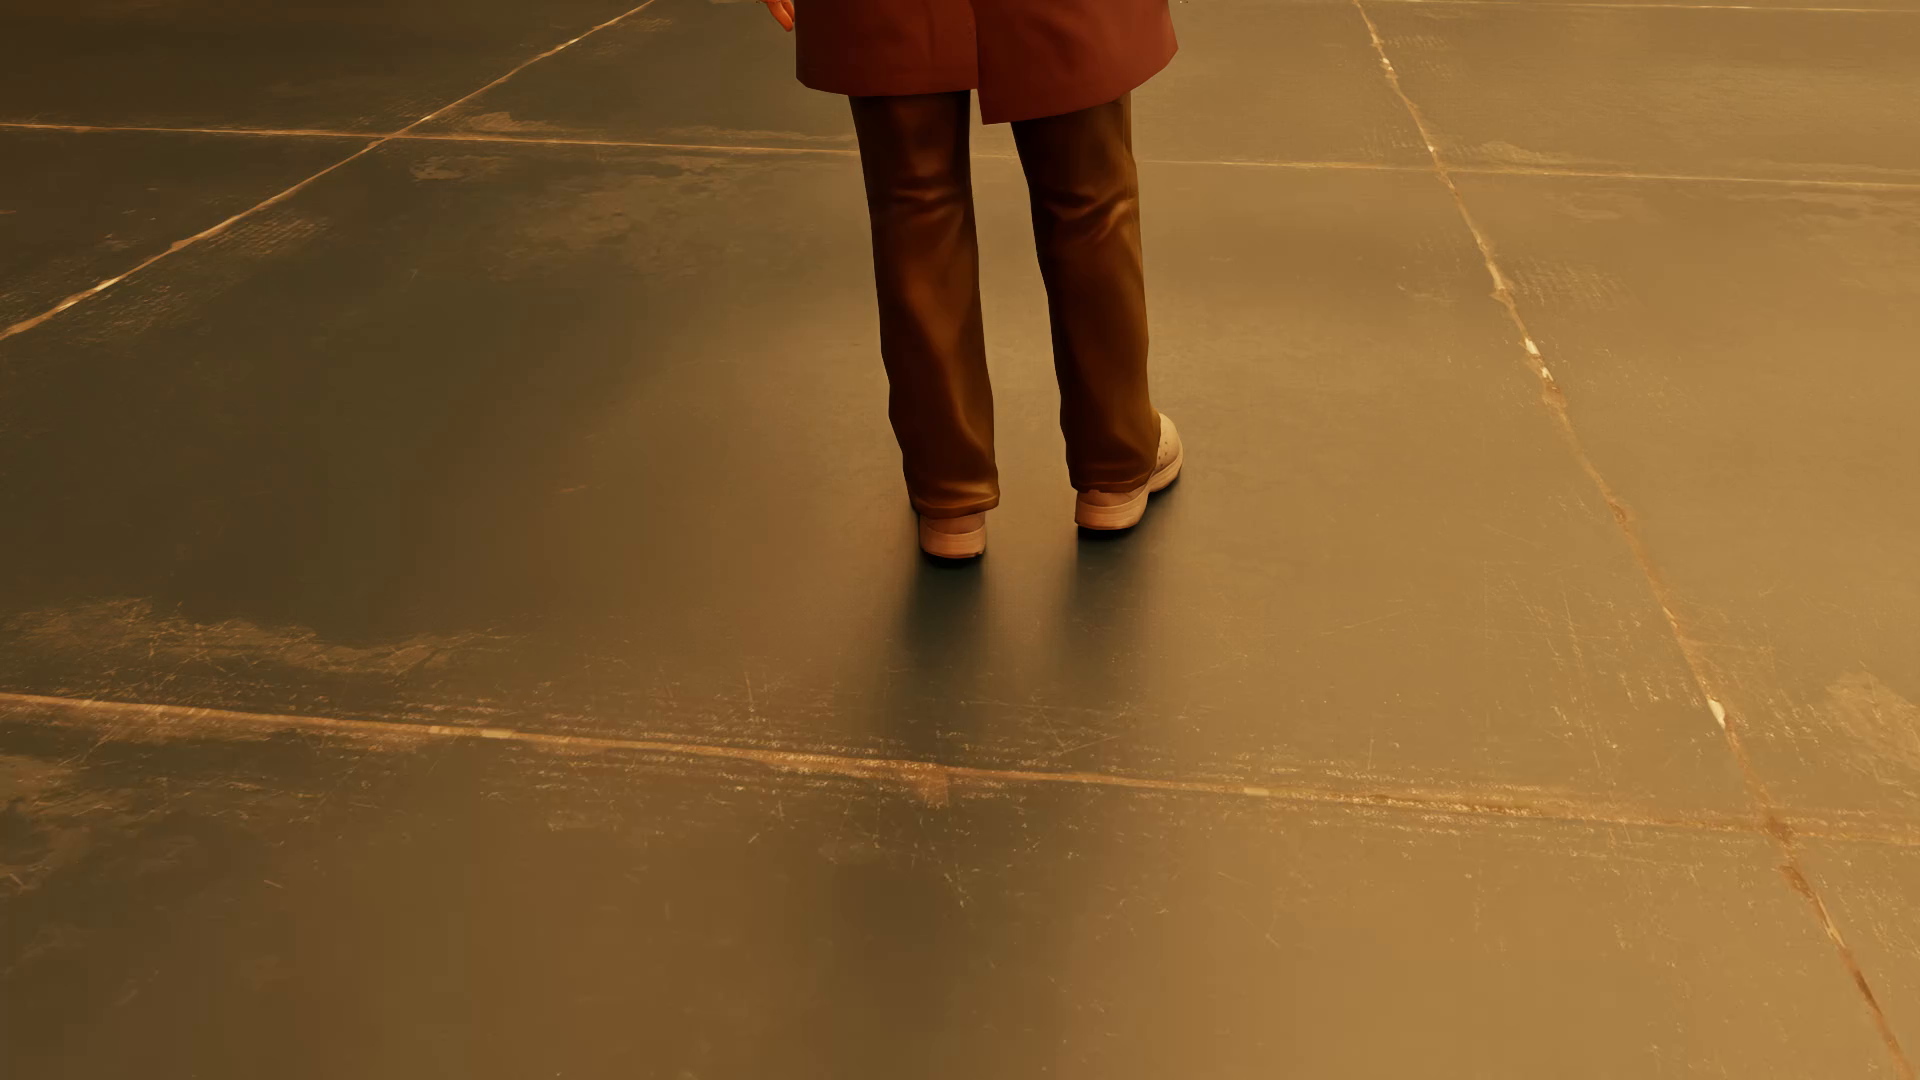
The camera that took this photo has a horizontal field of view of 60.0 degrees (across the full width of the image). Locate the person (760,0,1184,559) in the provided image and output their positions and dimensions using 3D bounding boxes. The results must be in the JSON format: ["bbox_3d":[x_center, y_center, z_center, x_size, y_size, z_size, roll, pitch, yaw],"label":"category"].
[{"bbox_3d":[0.017,-0.803,2.203,0.696,1.685,0.576,3,27,7],"label":"person"}]
